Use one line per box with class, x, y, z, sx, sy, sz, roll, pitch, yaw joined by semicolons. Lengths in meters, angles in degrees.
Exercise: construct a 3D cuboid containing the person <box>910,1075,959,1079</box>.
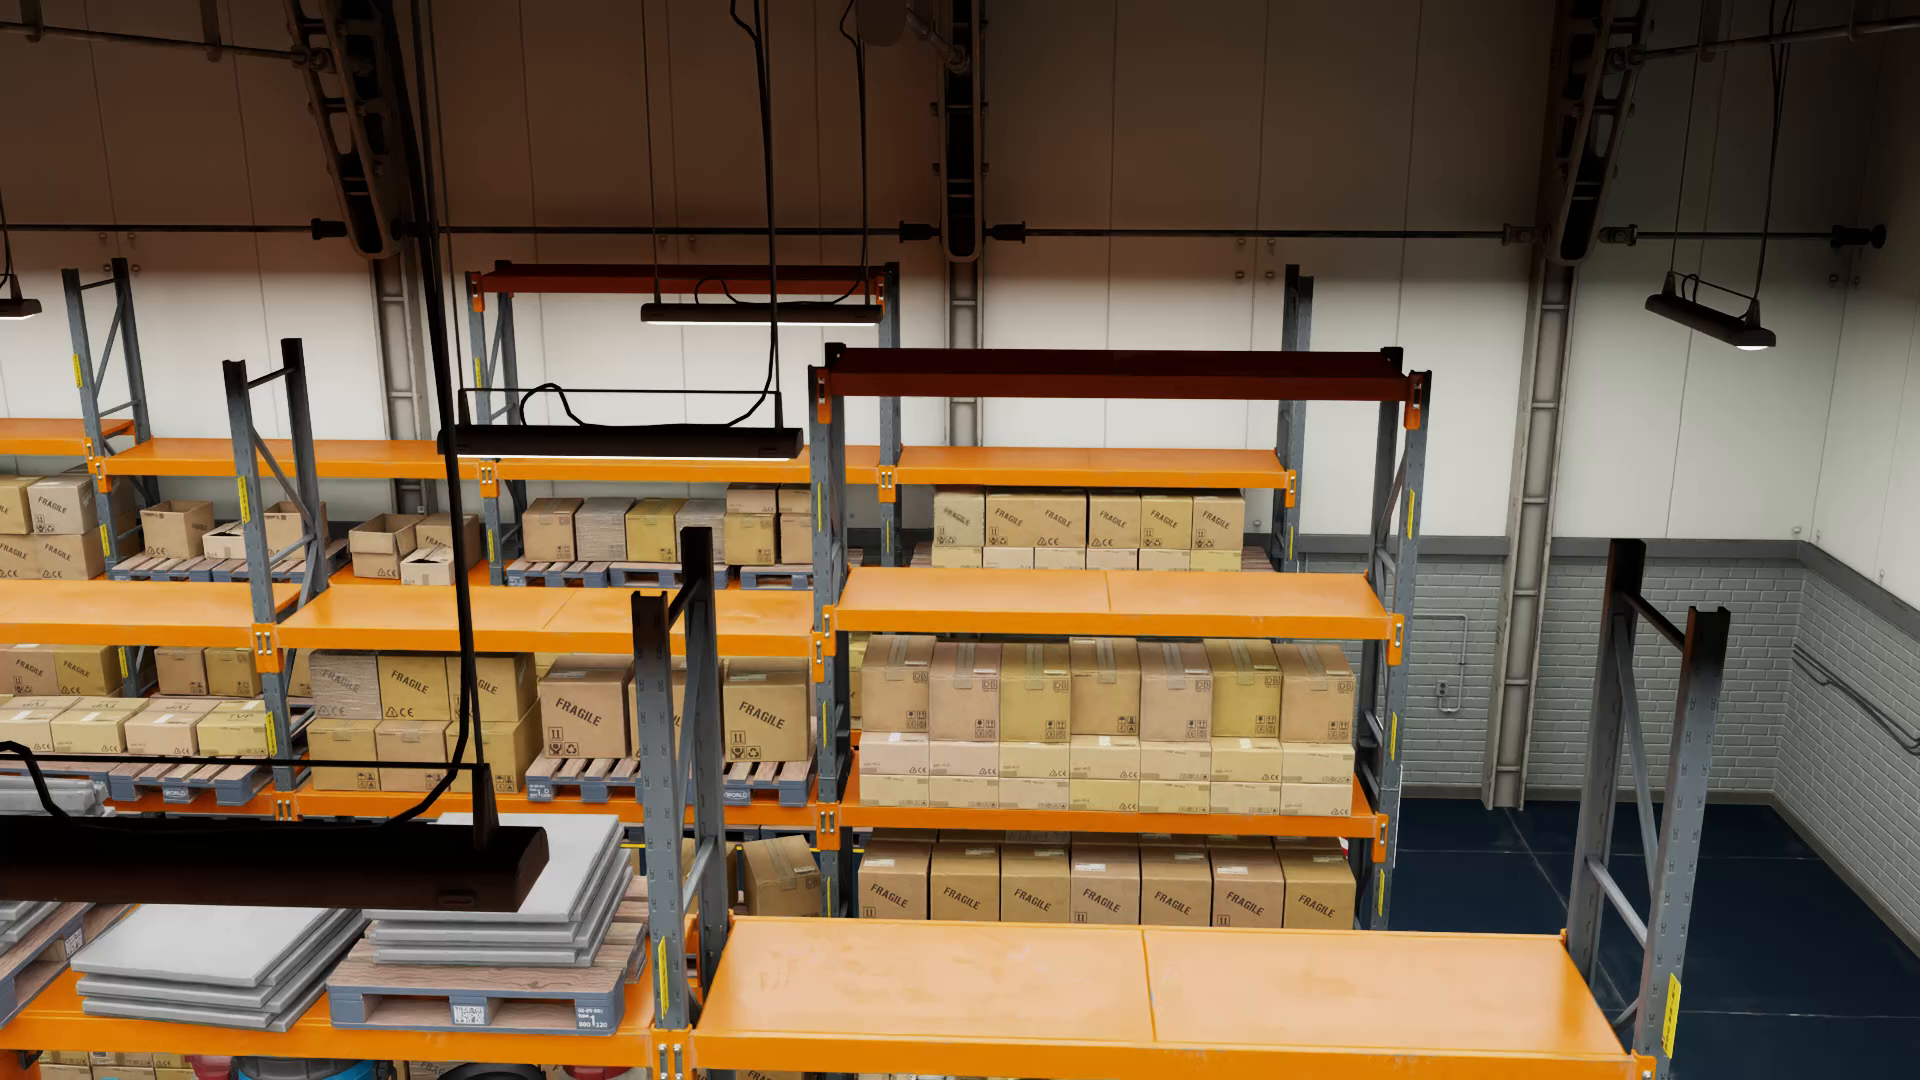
person;-0.211;4.045;11.516;0.596;1.824;0.623;4;17;15
